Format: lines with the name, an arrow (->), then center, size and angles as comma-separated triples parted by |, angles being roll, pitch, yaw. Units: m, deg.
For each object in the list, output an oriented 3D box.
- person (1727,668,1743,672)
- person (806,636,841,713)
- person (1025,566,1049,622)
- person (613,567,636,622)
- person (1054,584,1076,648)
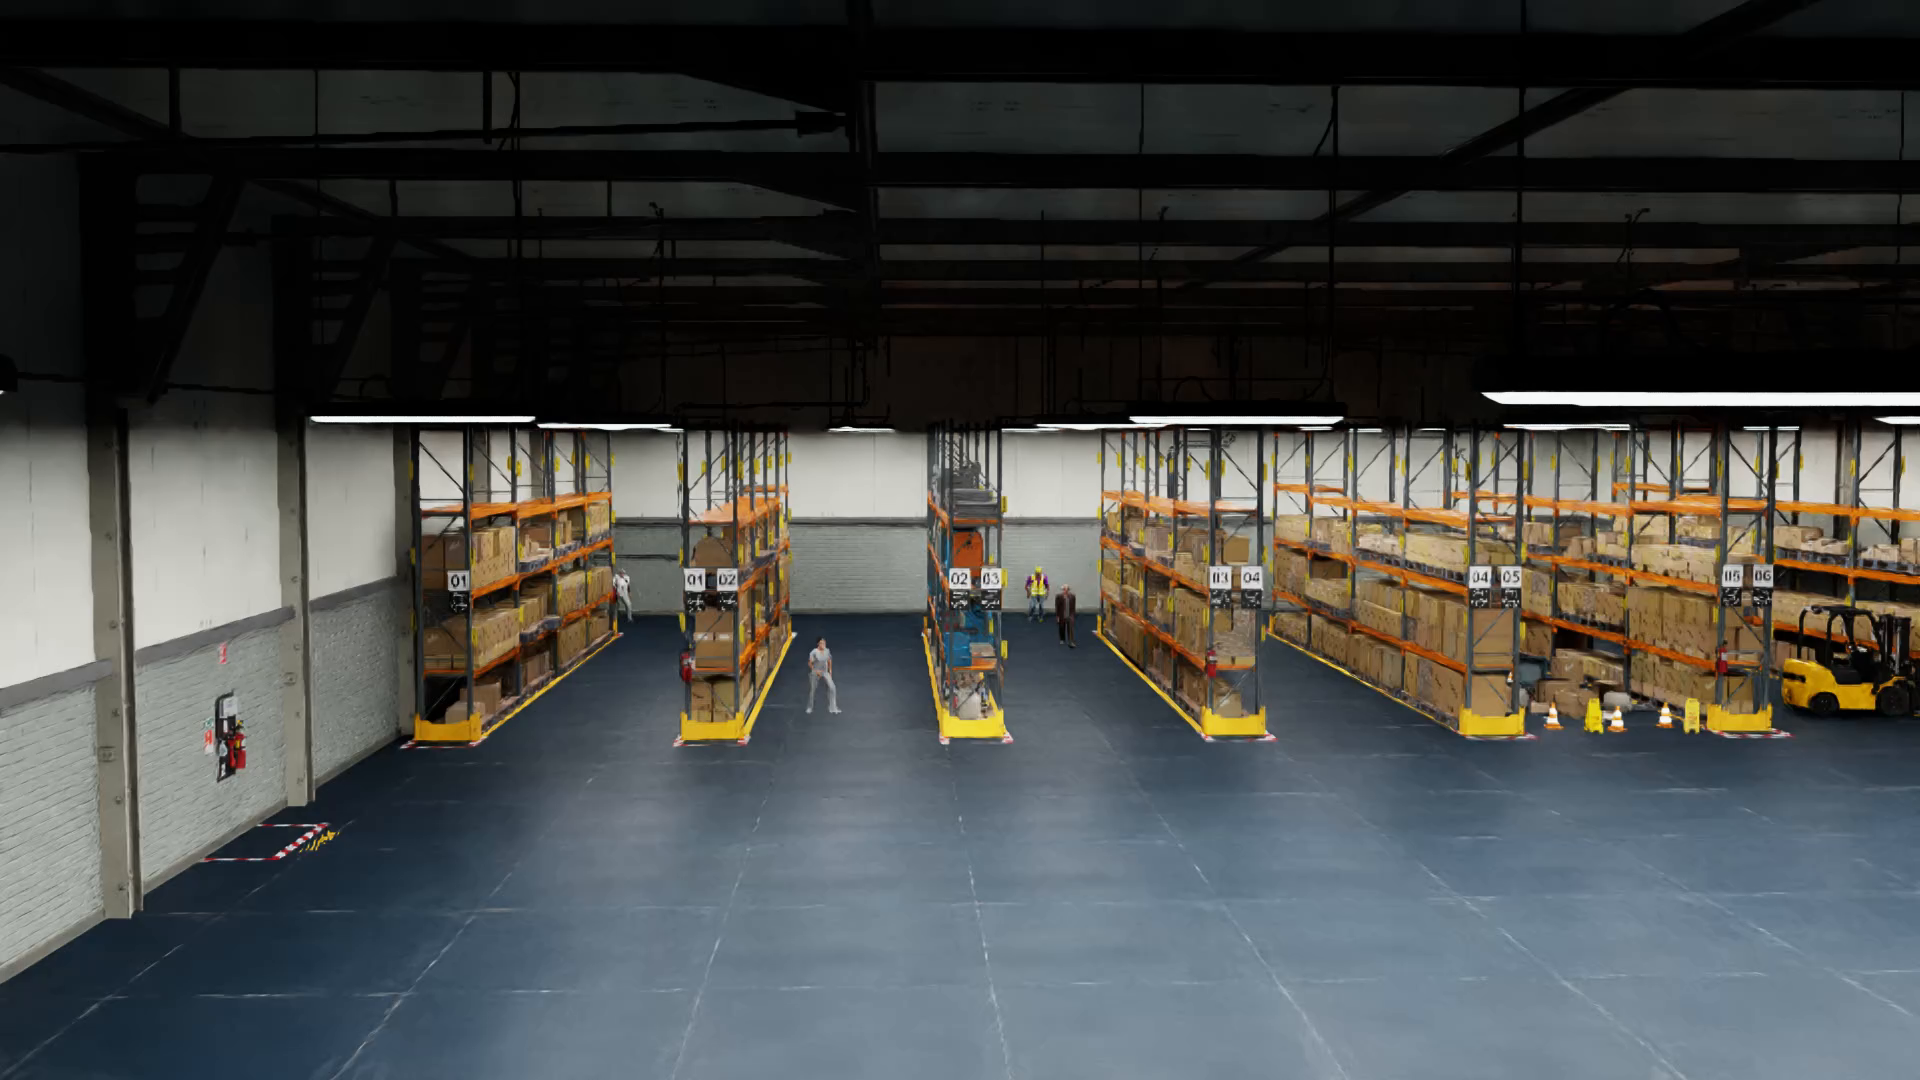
person -> 16.563, 2.632, 35.560 | 0.419, 1.603, 0.502 | -2, 4, -25
person -> -2.830, 2.739, 33.921 | 0.613, 1.605, 0.802 | -1, 4, -22
person -> 2.344, 1.642, 50.512 | 0.708, 1.714, 0.578 | 0, 4, -4
person -> -10.249, 1.644, 50.349 | 0.693, 1.697, 0.804 | -2, 4, -24
person -> 2.825, 2.008, 44.479 | 0.598, 1.698, 1.193 | 0, 4, -1
